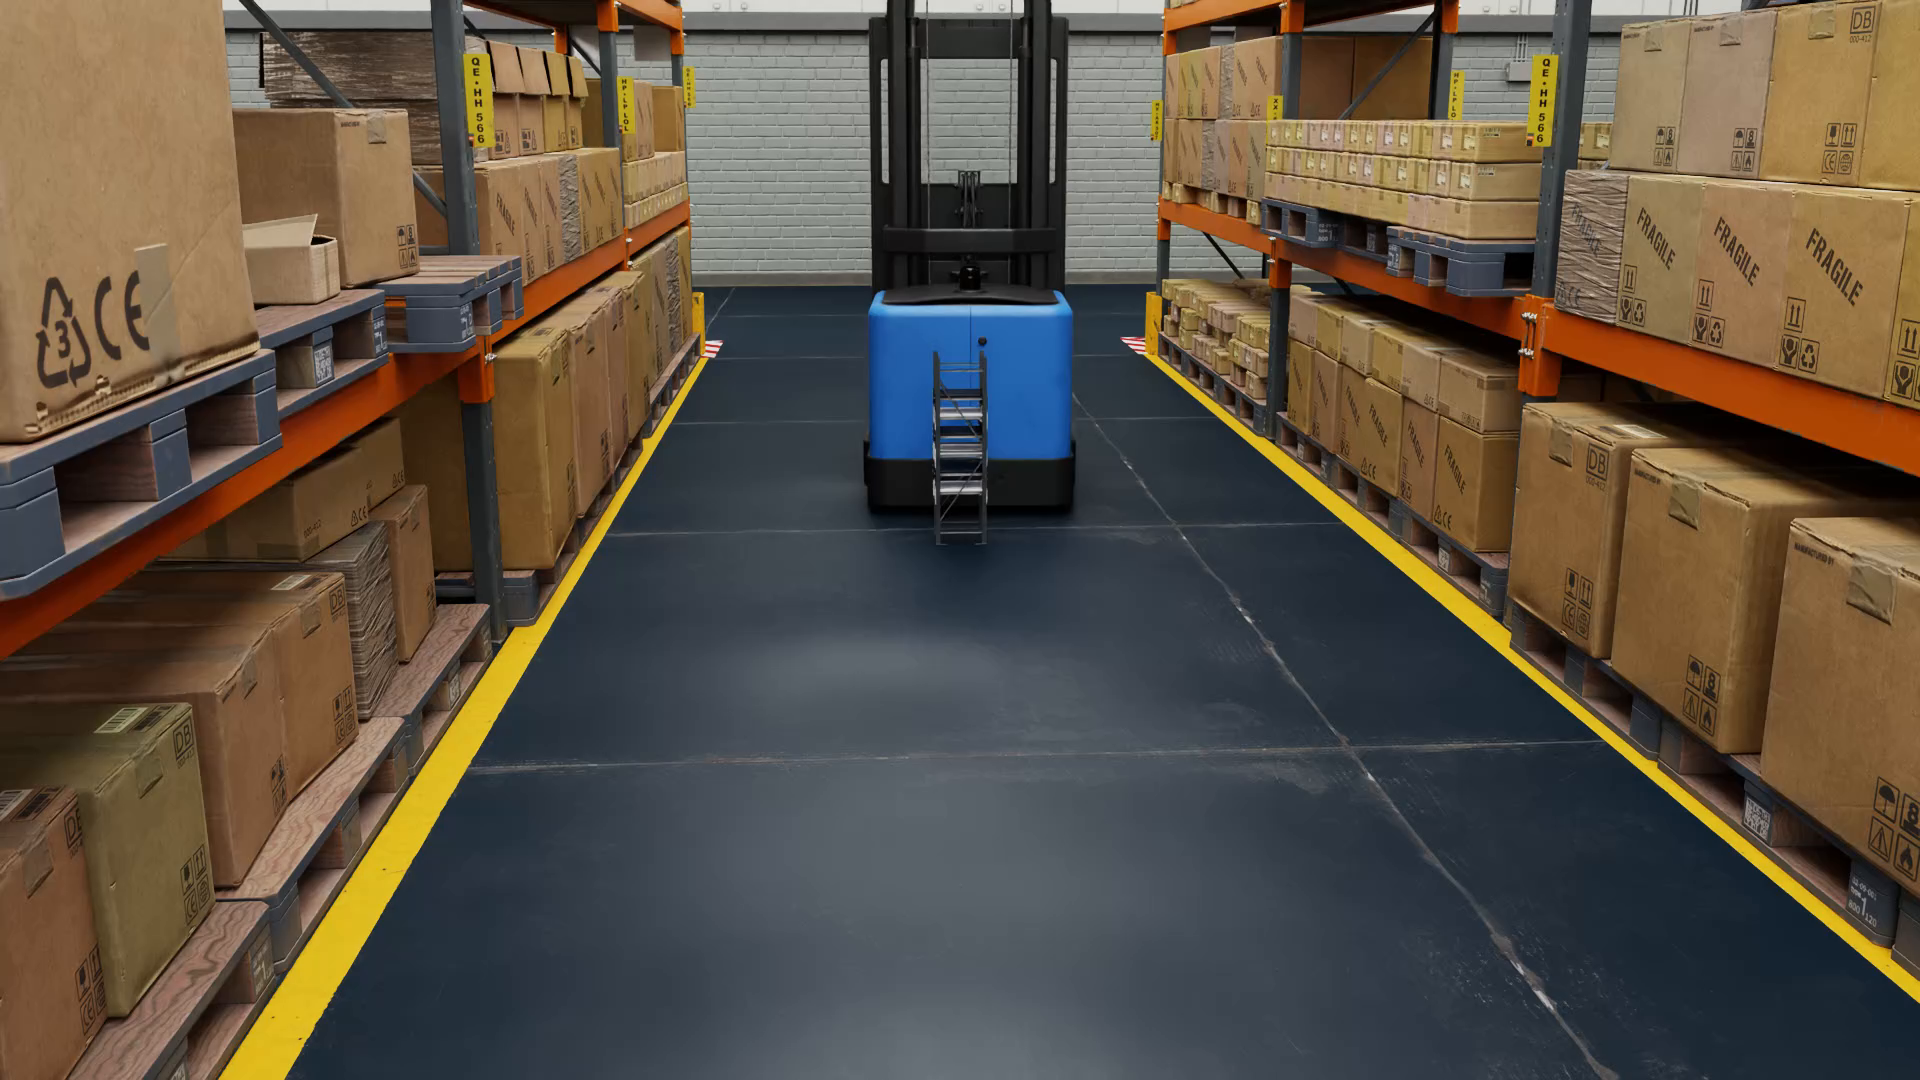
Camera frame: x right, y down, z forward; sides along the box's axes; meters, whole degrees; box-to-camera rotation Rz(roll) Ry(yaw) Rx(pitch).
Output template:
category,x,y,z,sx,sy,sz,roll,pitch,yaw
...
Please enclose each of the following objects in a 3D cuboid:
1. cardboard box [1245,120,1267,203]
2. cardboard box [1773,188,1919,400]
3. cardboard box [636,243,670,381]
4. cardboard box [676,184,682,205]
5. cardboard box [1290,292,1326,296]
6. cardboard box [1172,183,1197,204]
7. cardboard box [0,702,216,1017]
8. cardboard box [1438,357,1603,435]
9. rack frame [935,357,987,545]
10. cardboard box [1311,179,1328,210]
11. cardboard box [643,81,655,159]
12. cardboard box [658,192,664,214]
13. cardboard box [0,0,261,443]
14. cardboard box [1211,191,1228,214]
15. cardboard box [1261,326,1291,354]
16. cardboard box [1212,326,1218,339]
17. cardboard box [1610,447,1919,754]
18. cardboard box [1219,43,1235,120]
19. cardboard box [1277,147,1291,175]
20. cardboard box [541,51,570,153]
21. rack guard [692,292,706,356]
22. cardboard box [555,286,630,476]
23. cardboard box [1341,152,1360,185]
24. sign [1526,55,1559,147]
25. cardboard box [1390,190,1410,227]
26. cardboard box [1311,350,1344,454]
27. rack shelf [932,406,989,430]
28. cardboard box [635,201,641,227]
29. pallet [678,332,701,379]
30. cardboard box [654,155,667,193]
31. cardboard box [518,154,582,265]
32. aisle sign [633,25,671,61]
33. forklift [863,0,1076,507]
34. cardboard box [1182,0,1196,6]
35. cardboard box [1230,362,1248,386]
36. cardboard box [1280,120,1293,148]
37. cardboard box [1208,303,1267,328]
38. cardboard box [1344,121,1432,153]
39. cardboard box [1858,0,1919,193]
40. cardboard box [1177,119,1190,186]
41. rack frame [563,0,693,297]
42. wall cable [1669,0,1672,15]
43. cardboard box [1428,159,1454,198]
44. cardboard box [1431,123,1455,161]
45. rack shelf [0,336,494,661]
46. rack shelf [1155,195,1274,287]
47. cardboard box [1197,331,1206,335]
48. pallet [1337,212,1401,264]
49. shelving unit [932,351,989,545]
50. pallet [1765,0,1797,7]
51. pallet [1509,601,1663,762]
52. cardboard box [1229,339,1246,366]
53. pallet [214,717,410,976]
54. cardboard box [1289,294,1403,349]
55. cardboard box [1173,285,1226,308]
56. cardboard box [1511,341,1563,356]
category,x,y,z,sx,sy,sz,roll,pitch,yaw
cardboard box,2.122,-2.403,10.549,0.500,0.500,0.500,-1,14,-3
cardboard box,2.534,-0.657,4.358,0.500,0.500,0.500,-1,14,-4
cardboard box,-2.539,-1.607,11.673,0.875,0.875,0.875,-1,14,-3
cardboard box,-2.387,-2.705,13.026,0.380,0.149,0.250,-1,14,-3
cardboard box,2.598,-1.815,12.747,0.380,0.149,0.250,0,14,-1
cardboard box,1.900,-2.752,13.206,0.380,0.149,0.250,-1,14,-5
cardboard box,-2.054,0.672,3.529,0.700,0.500,0.500,-1,14,-4
cardboard box,2.378,-0.622,7.092,0.500,0.250,0.500,-1,14,-5
rack frame,0.006,-0.413,7.824,0.240,0.900,0.006,-1,14,-3
cardboard box,2.065,-1.814,8.720,0.380,0.149,0.250,-2,15,-6
cardboard box,-2.357,-2.853,11.293,0.500,0.500,0.500,-1,14,-5
cardboard box,-2.307,-2.388,11.792,0.380,0.149,0.250,-1,14,-5
cardboard box,-1.936,-0.747,2.864,1.000,1.000,1.000,-1,14,-3
cardboard box,2.014,-2.428,11.948,0.380,0.149,0.250,-1,14,-2
cardboard box,2.152,-1.290,10.705,0.380,0.149,0.250,0,14,-2
cardboard box,2.104,-1.597,12.494,0.380,0.149,0.250,0,14,-1
cardboard box,2.687,0.156,5.070,1.050,0.750,0.750,-1,14,-3
cardboard box,2.080,-3.140,11.407,0.500,0.500,0.500,-1,14,-2
cardboard box,2.017,-2.151,9.431,0.380,0.149,0.250,-1,14,-5
cardboard box,-2.444,-2.248,8.529,0.797,0.503,0.637,-1,14,-3
rack guard,-2.772,-1.833,14.149,1.175,0.500,0.348,-1,14,-3
cardboard box,-2.407,-0.837,8.679,1.225,0.875,0.875,-1,14,-5
cardboard box,2.098,-1.826,8.170,0.380,0.149,0.250,-1,14,-5
sign,2.141,-1.612,6.105,0.100,0.325,0.005,-1,14,-3
cardboard box,2.151,-1.485,7.439,0.380,0.149,0.250,-1,14,-4
cardboard box,2.250,-0.768,9.165,0.500,0.500,0.500,0,14,-1
rack shelf,0.000,-0.580,7.886,0.258,0.077,0.200,-1,14,-3
cardboard box,-2.225,-2.066,10.539,0.380,0.149,0.250,-1,14,-5
pallet,-2.643,-1.490,13.393,1.003,0.211,1.213,-1,14,-3
cardboard box,-2.377,-2.611,11.858,0.500,0.250,0.500,-1,14,-3
cardboard box,-2.132,-1.602,8.032,0.500,0.500,0.500,-1,14,-3
aisle sign,-2.475,-4.320,13.578,0.394,0.787,0.004,-1,14,-3
forklift,0.046,-1.899,9.525,1.130,2.935,3.031,0,14,0
cardboard box,1.987,-4.223,12.700,0.500,0.250,0.500,0,14,-2
cardboard box,2.056,-1.140,11.317,0.380,0.149,0.250,-1,14,-5
cardboard box,2.023,-2.290,9.375,0.380,0.149,0.250,0,14,-2
cardboard box,1.998,-1.613,11.961,0.380,0.149,0.250,-1,14,-5
cardboard box,2.101,-1.971,8.134,0.380,0.149,0.250,0,14,-2
cardboard box,2.798,-1.140,4.231,0.700,0.500,0.500,-1,14,-4
cardboard box,1.997,-3.033,12.998,0.500,0.500,0.500,-1,14,-3
rack frame,-2.770,-3.038,13.814,1.000,3.000,0.127,-1,14,-3
wall cable,7.238,-7.518,19.185,2.355,3.000,0.029,-1,14,-3
cardboard box,2.179,-1.508,6.931,0.380,0.149,0.250,0,14,-1
cardboard box,2.181,-1.647,6.875,0.380,0.149,0.250,-1,14,-4
rack shelf,-2.151,-0.203,4.238,1.077,0.370,4.000,-1,14,-3
rack shelf,2.310,-2.244,12.170,1.077,0.370,4.000,-1,14,-3
cardboard box,2.037,-1.524,12.809,0.380,0.149,0.250,-1,14,-3
pallet,2.518,-1.499,8.216,1.003,0.211,1.213,-1,14,-3
shelving unit,0.000,-0.438,7.922,0.258,0.900,0.210,-1,14,-3
pallet,7.177,-4.416,13.330,1.003,0.211,1.213,-1,14,-3
pallet,2.656,0.448,5.862,1.003,0.211,1.213,-1,14,-3
cardboard box,2.034,-1.268,11.218,0.380,0.149,0.250,-1,14,-5
pallet,-2.155,0.799,4.497,1.003,0.211,1.213,-1,14,-3
cardboard box,2.216,-1.263,9.583,0.500,0.250,0.500,-2,15,-6
cardboard box,1.905,-1.933,13.206,0.380,0.149,0.250,-1,14,-4
cardboard box,2.849,-0.757,7.618,0.500,0.250,0.500,-1,14,-4
